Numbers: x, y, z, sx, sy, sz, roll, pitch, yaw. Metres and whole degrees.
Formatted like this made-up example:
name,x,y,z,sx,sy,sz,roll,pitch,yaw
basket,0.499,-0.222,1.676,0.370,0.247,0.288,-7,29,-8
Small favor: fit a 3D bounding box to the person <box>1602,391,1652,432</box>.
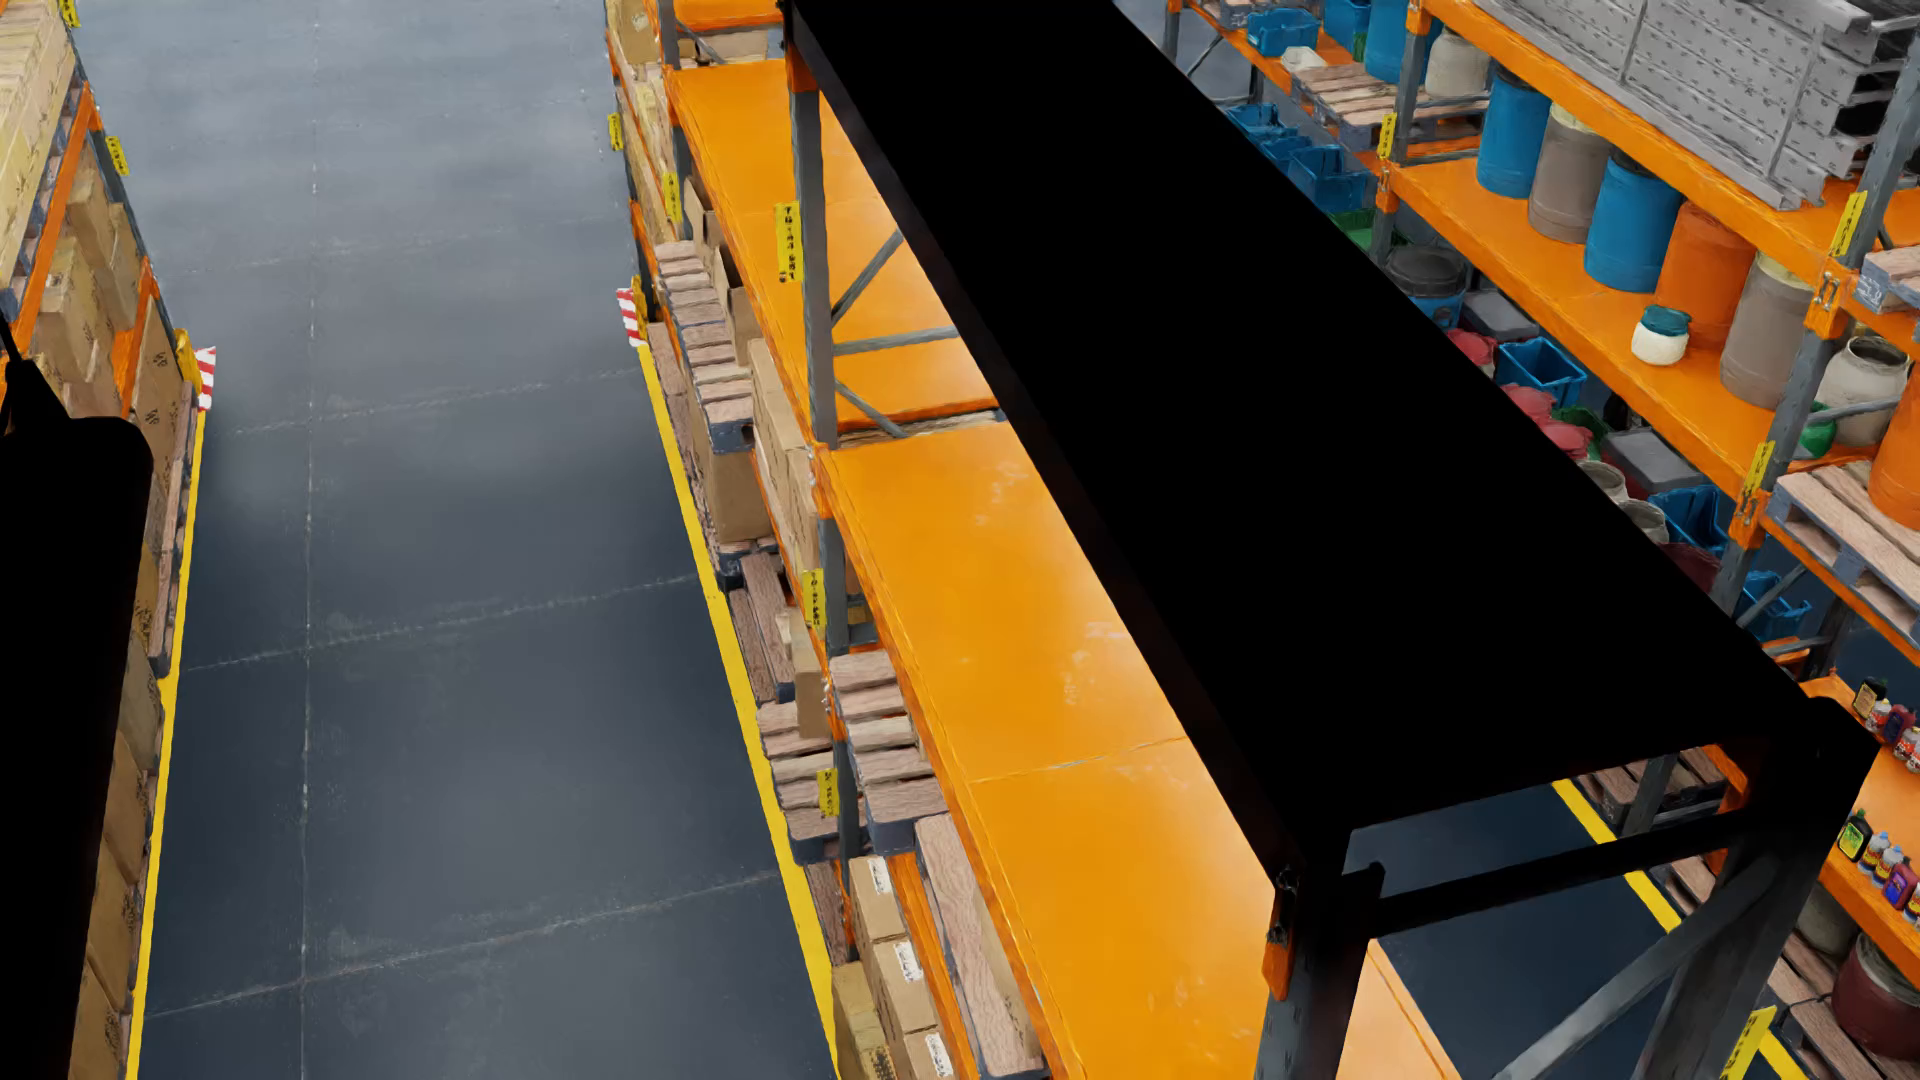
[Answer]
name,x,y,z,sx,sy,sz,roll,pitch,yaw
person,5.068,-0.850,12.490,0.576,1.718,0.626,8,39,10
